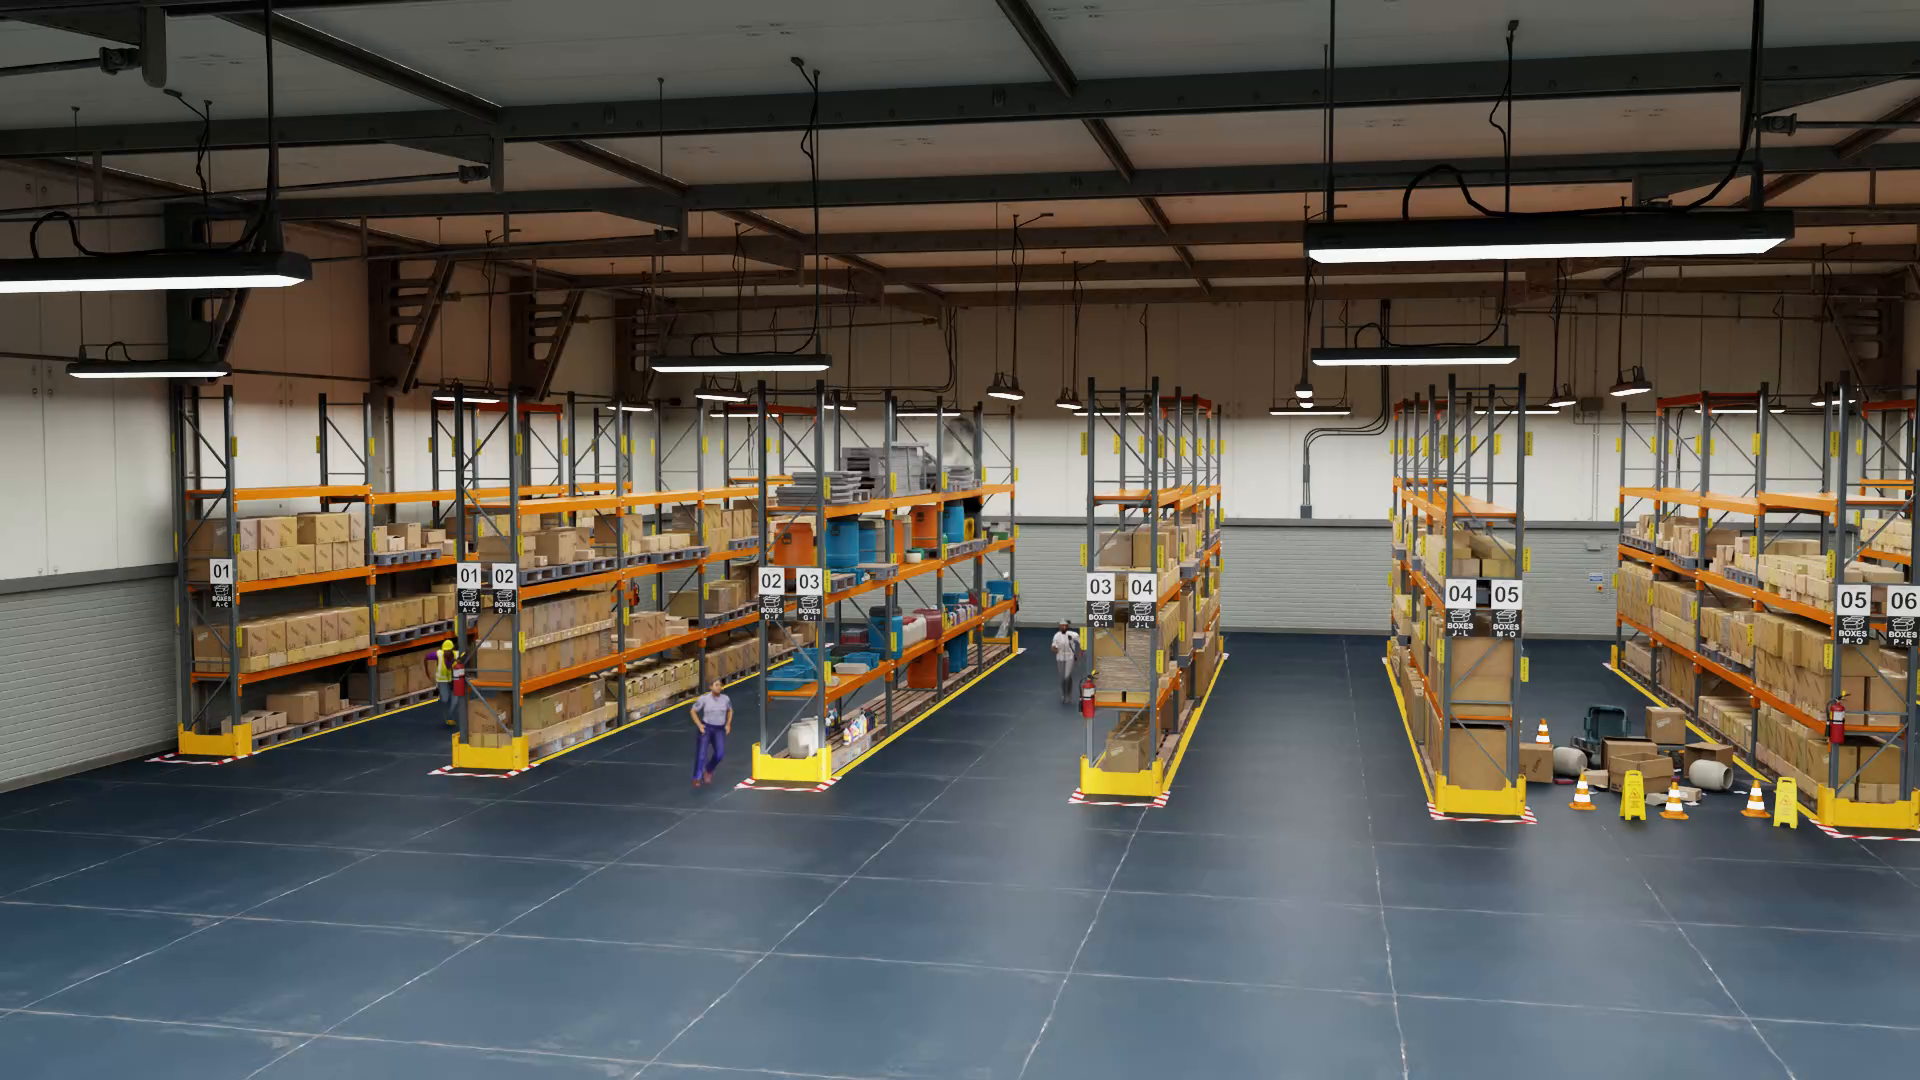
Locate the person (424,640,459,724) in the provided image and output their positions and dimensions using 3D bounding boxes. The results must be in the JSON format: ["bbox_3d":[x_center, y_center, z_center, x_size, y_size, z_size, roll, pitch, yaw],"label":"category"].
[{"bbox_3d":[-9.185,2.550,29.695,0.735,1.578,0.839,-1,3,-19],"label":"person"}]

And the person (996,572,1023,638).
[{"bbox_3d":[1.263,1.716,42.977,0.685,1.778,0.655,1,3,16],"label":"person"}]

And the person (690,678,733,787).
[{"bbox_3d":[-3.630,2.834,24.512,0.666,1.586,0.515,-1,3,-21],"label":"person"}]

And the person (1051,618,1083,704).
[{"bbox_3d":[2.083,2.344,32.334,0.589,1.673,0.837,1,3,20],"label":"person"}]
